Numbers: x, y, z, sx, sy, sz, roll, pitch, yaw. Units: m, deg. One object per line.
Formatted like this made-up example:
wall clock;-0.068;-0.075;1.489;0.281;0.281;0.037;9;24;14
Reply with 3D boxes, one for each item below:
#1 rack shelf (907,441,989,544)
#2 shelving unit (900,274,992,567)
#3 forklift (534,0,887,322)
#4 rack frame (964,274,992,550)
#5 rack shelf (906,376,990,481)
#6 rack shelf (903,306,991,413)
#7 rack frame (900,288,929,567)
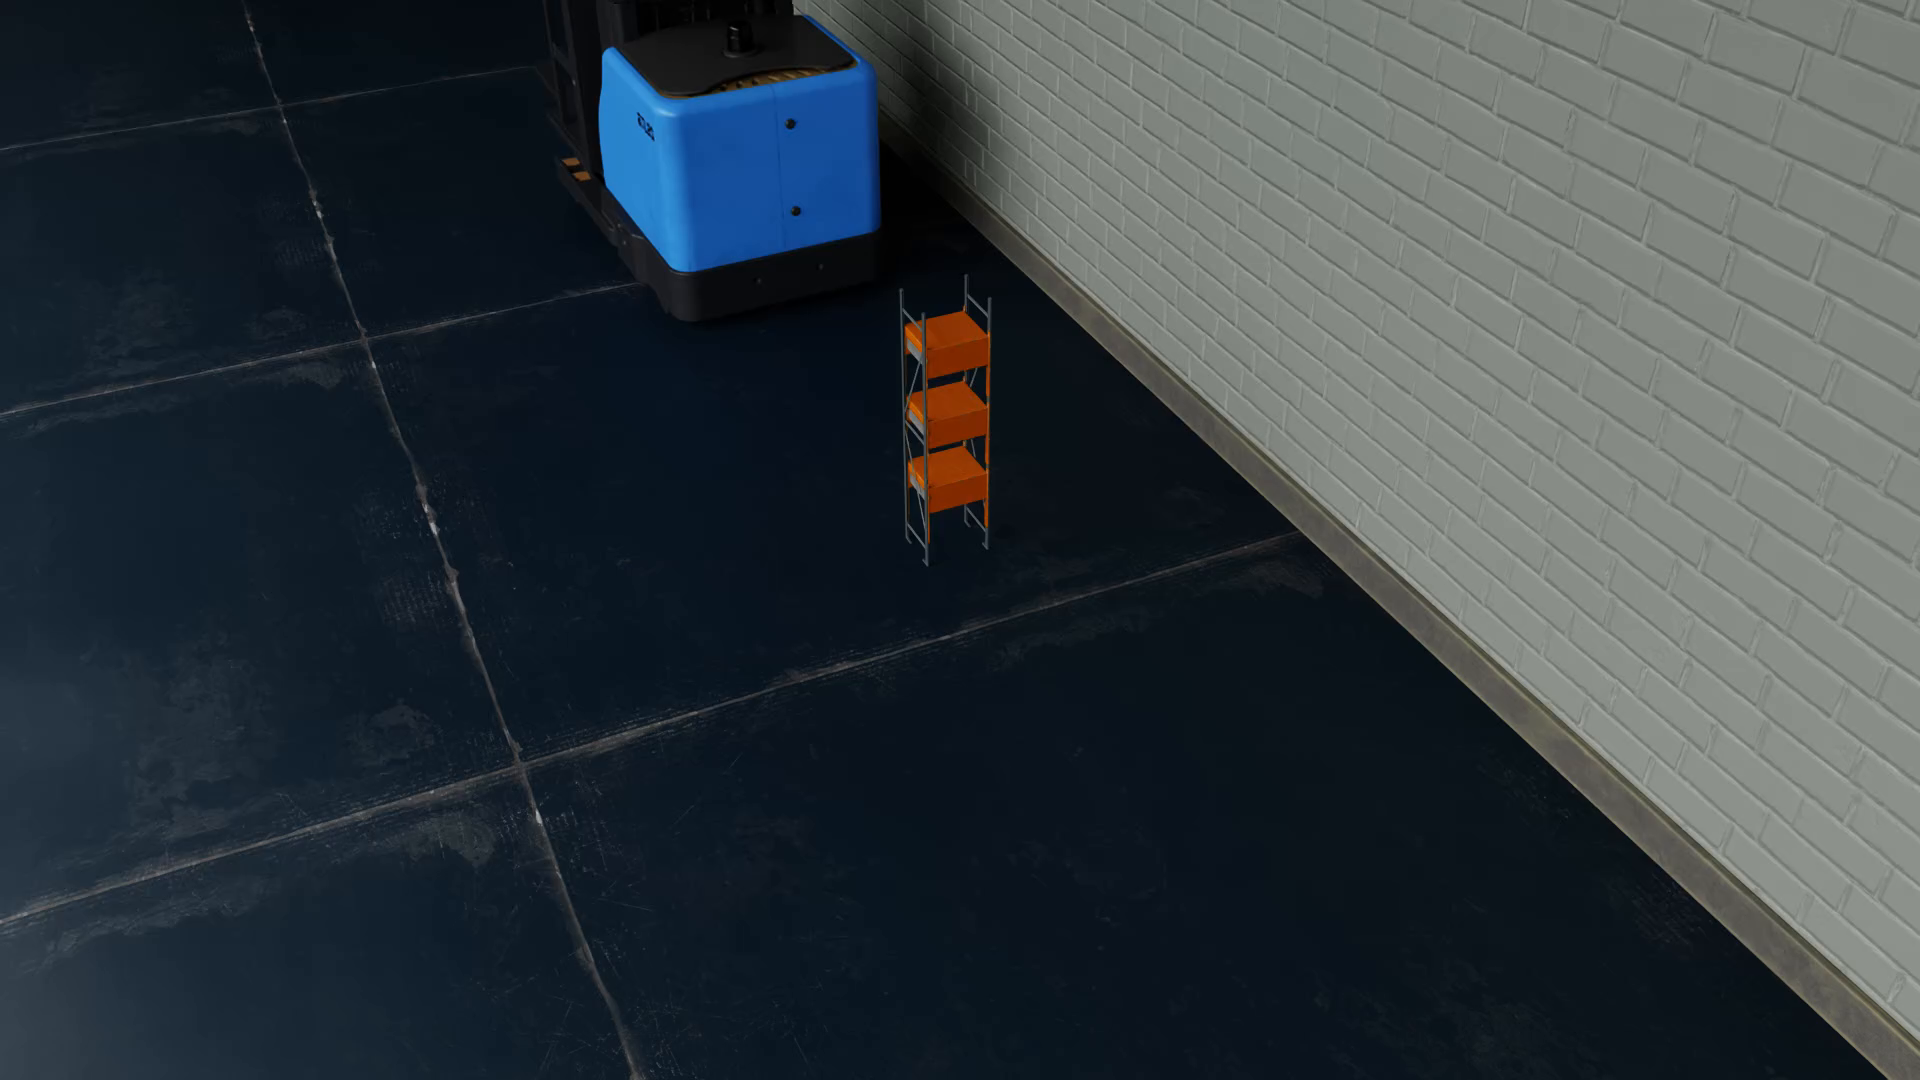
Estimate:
rack shelf;-0.048;-0.176;6.091;0.240;0.259;0.215;-16;39;-20
shelving unit;-0.048;-0.408;5.919;0.252;1.050;0.215;-16;39;-20
forklift;-1.462;-3.020;7.862;1.130;2.935;3.031;-17;40;-21
rack frame;0.062;-0.439;5.961;0.008;1.050;0.200;-16;39;-20
rack shelf;-0.048;-0.400;5.925;0.240;0.259;0.215;-16;39;-20
rack shelf;-0.048;-0.628;5.756;0.240;0.259;0.215;-16;39;-20
rack frame;-0.159;-0.377;5.877;0.008;1.050;0.200;-16;39;-20
